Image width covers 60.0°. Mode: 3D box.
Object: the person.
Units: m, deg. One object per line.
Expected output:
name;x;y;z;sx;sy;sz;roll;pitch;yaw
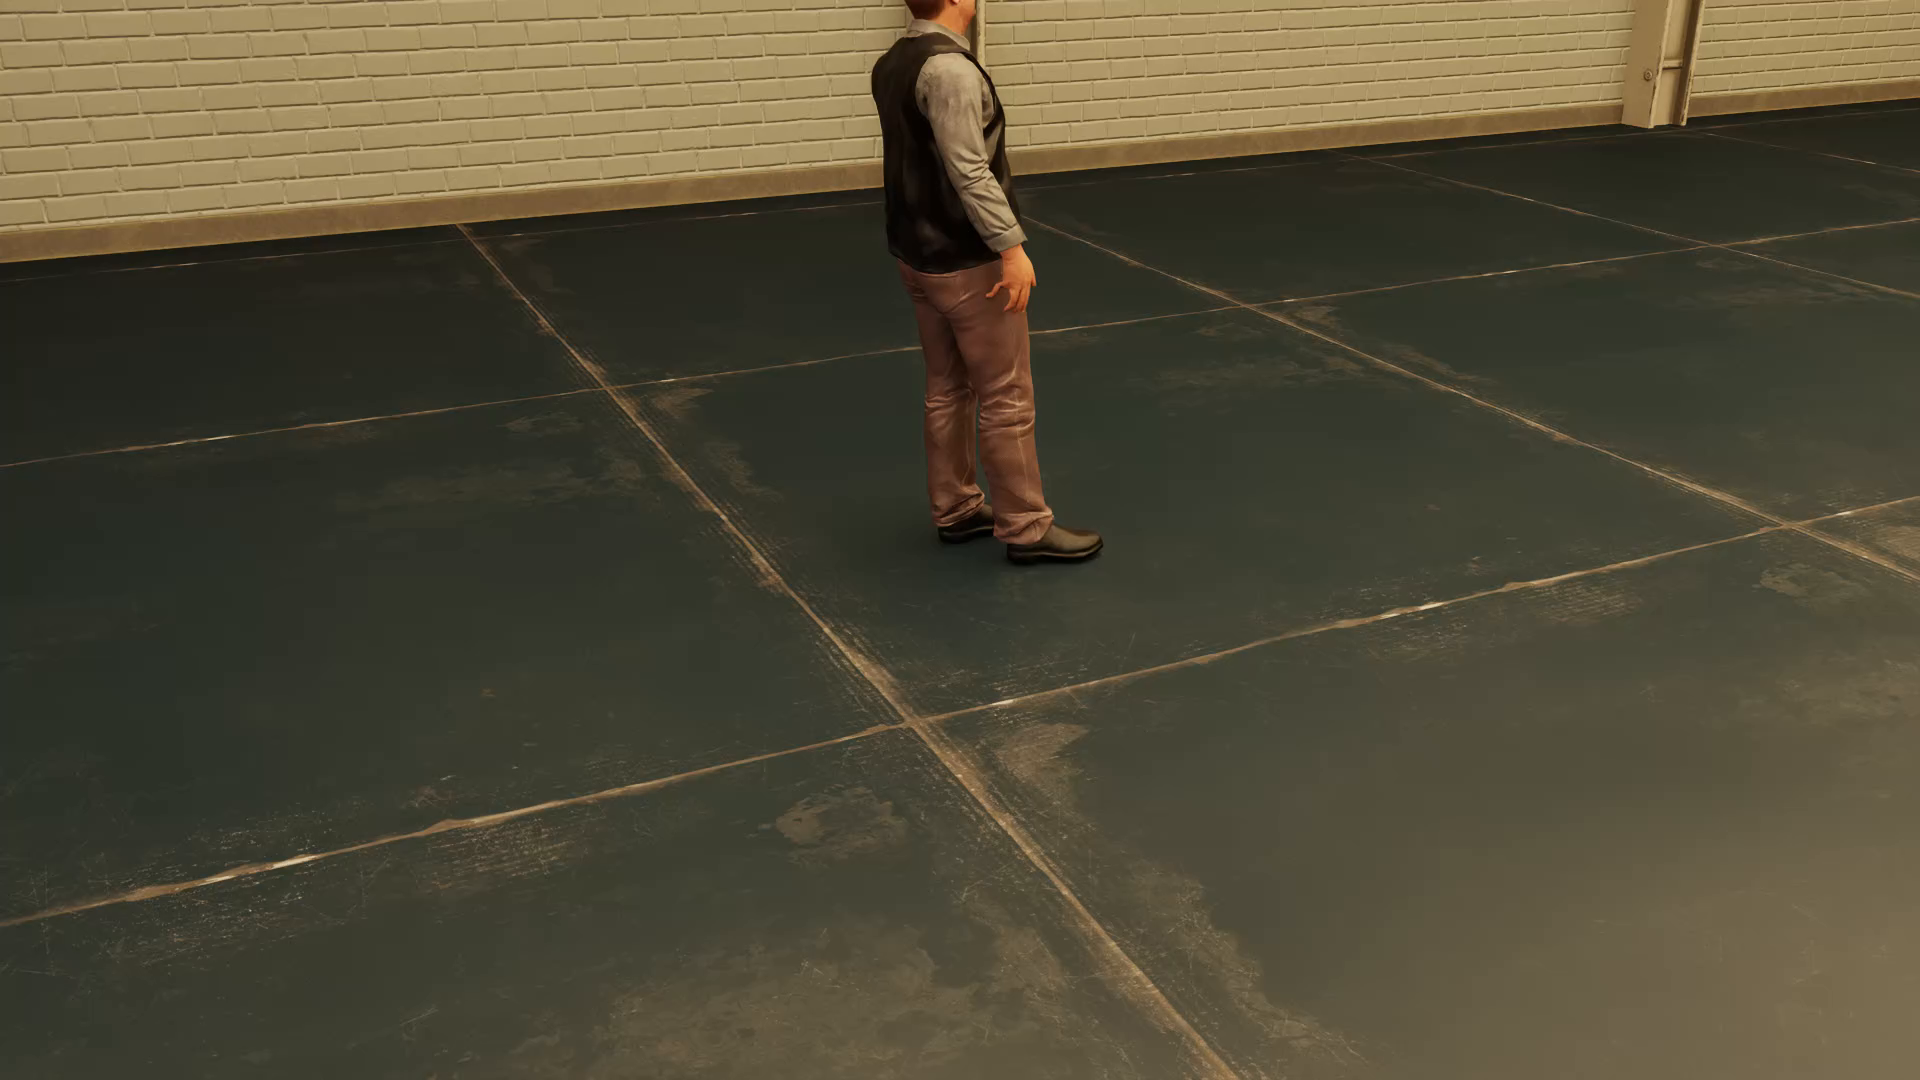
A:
person;0.060;-0.810;4.792;0.566;1.722;0.634;-10;25;-23
